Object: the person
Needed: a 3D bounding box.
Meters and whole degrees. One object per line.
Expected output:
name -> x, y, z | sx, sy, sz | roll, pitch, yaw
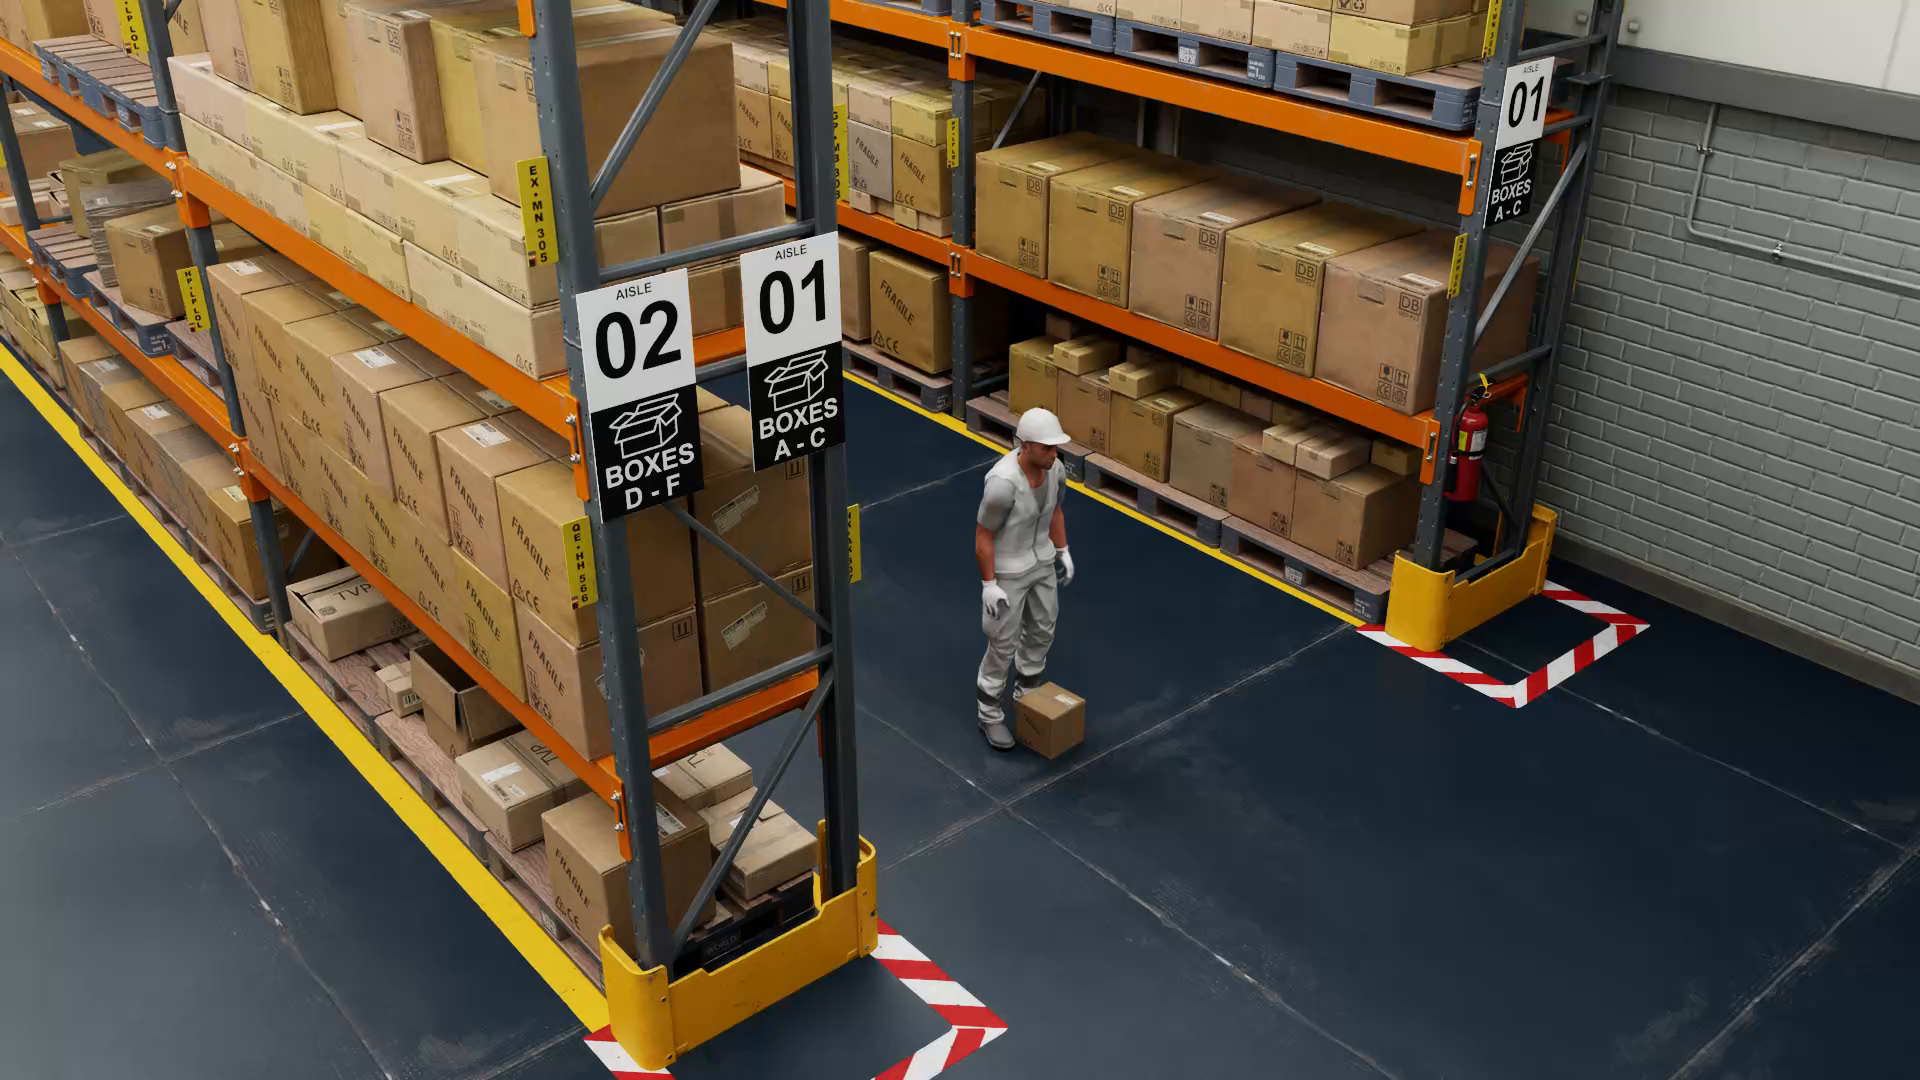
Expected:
person -> 0.327, 0.160, 8.302 | 0.622, 1.781, 0.445 | -24, 36, -37
